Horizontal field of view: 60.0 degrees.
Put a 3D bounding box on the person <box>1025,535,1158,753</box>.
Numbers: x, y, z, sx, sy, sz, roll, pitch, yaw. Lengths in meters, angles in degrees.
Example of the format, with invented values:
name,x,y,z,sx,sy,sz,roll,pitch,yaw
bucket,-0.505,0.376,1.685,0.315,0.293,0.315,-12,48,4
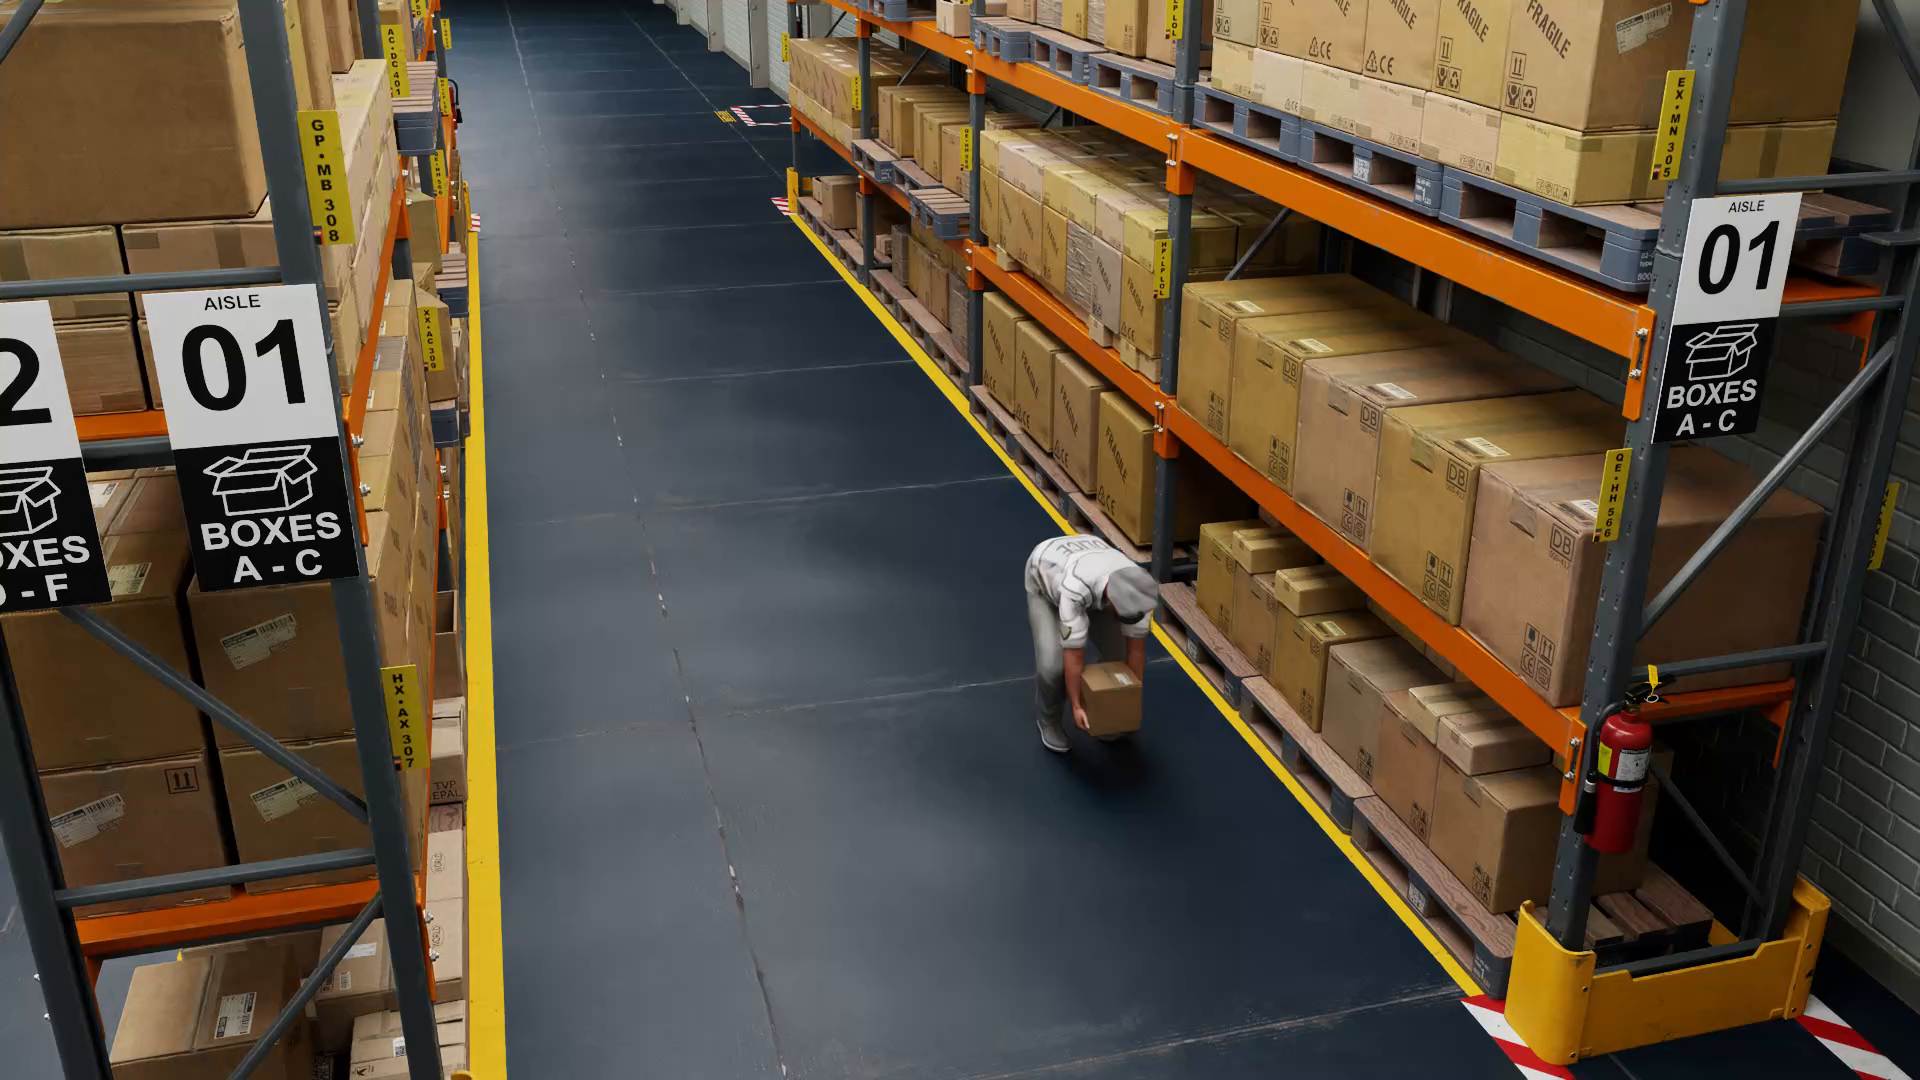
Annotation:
name,x,y,z,sx,sy,sz,roll,pitch,yaw
person,0.649,0.527,8.112,0.519,1.151,1.030,-7,24,-17
